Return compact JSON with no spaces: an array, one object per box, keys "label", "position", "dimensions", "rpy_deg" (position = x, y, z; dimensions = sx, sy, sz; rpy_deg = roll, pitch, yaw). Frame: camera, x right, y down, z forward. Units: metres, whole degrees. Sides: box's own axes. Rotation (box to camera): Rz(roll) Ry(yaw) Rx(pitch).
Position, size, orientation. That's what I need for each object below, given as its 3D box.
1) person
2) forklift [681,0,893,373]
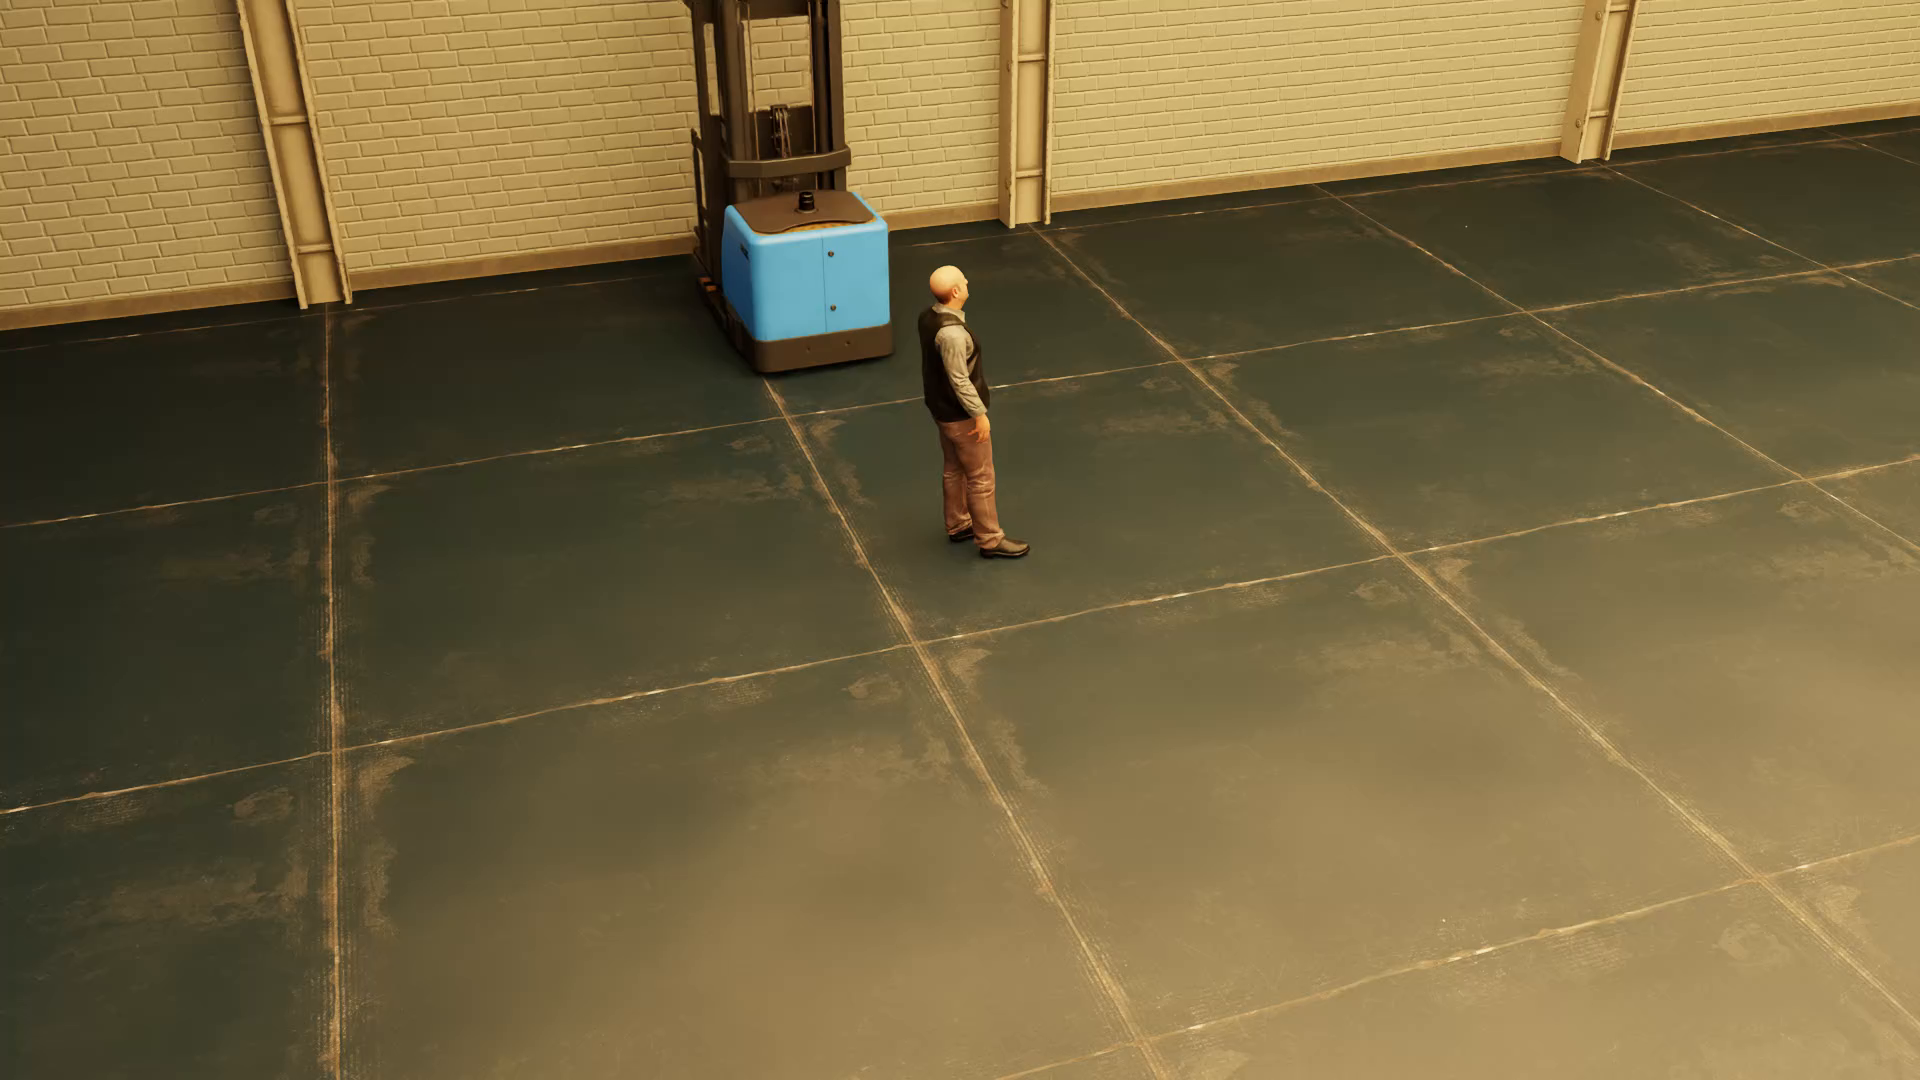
[{"label":"person","position":[0.062,-0.759,9.605],"dimensions":[0.566,1.722,0.633],"rpy_deg":[-10,31,-16]},{"label":"forklift","position":[-1.487,-3.196,12.642],"dimensions":[1.130,2.935,3.031],"rpy_deg":[-10,32,-18]}]
